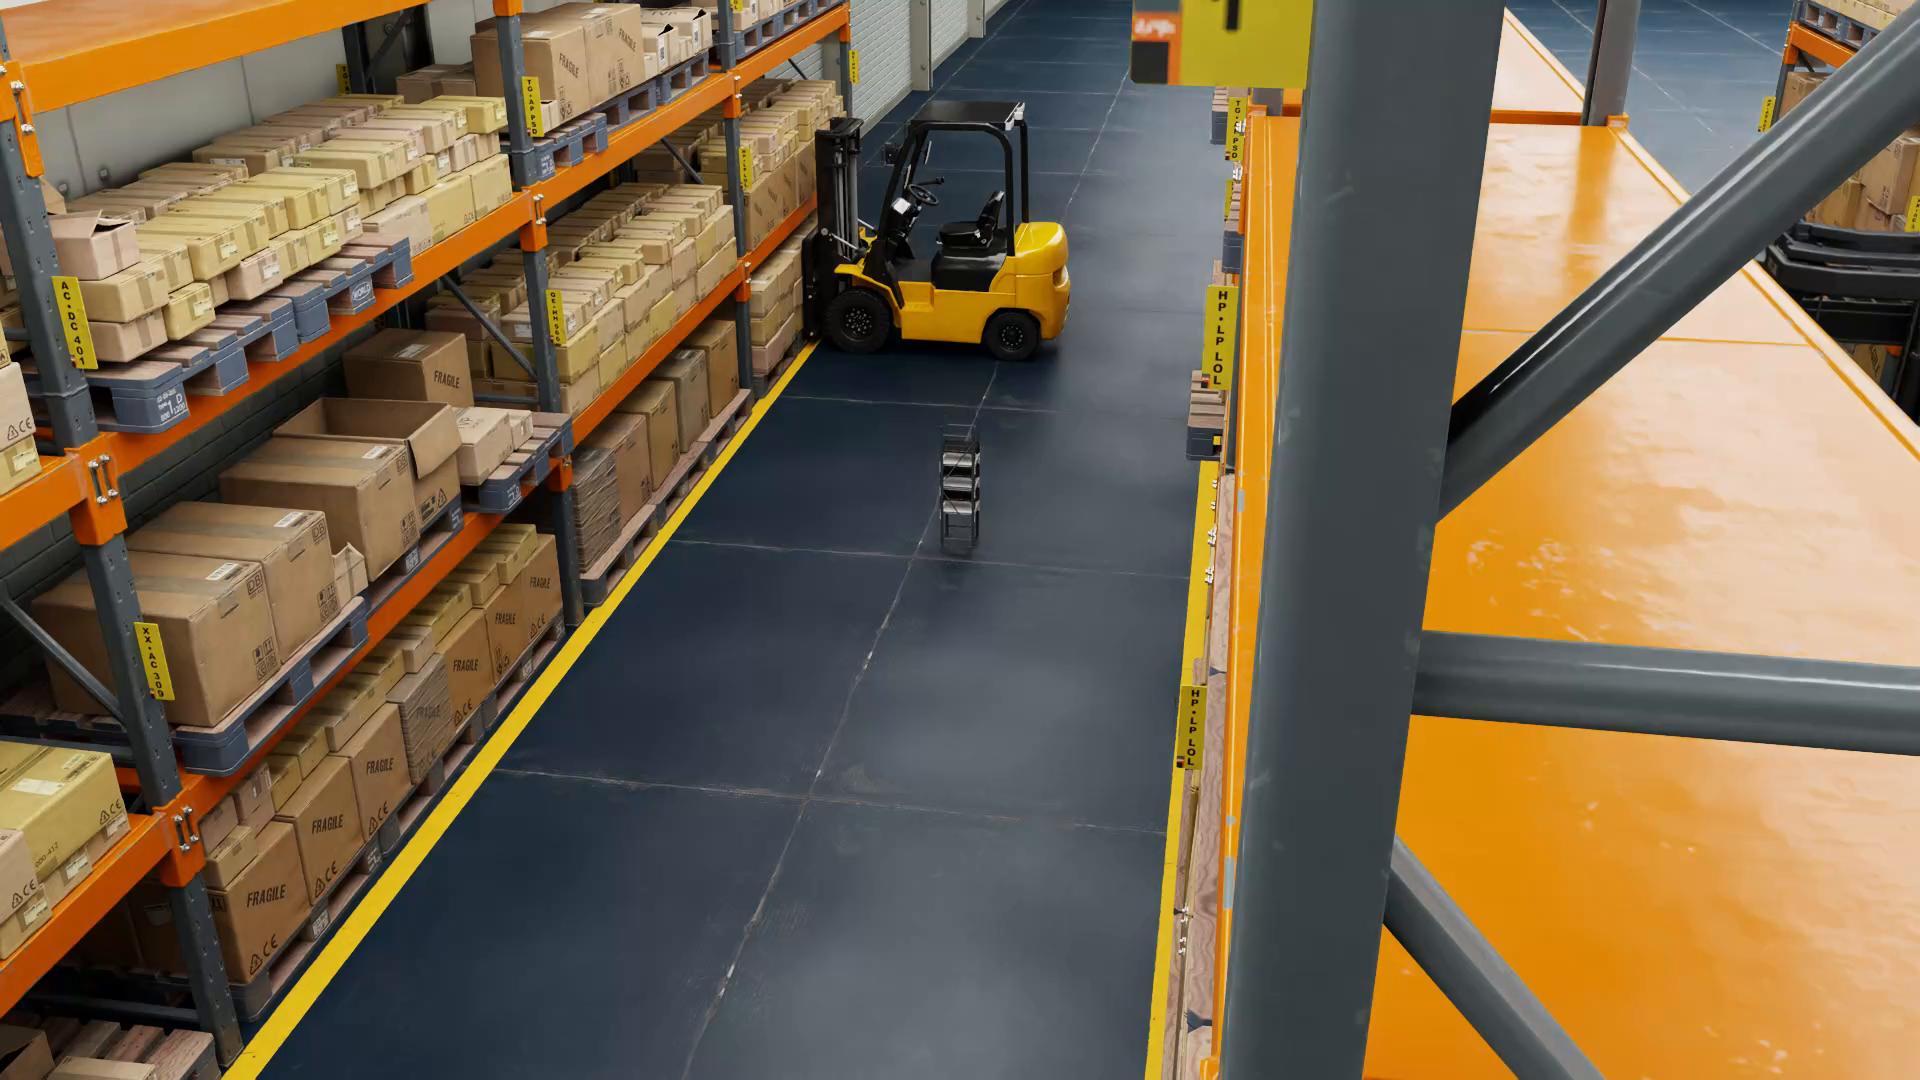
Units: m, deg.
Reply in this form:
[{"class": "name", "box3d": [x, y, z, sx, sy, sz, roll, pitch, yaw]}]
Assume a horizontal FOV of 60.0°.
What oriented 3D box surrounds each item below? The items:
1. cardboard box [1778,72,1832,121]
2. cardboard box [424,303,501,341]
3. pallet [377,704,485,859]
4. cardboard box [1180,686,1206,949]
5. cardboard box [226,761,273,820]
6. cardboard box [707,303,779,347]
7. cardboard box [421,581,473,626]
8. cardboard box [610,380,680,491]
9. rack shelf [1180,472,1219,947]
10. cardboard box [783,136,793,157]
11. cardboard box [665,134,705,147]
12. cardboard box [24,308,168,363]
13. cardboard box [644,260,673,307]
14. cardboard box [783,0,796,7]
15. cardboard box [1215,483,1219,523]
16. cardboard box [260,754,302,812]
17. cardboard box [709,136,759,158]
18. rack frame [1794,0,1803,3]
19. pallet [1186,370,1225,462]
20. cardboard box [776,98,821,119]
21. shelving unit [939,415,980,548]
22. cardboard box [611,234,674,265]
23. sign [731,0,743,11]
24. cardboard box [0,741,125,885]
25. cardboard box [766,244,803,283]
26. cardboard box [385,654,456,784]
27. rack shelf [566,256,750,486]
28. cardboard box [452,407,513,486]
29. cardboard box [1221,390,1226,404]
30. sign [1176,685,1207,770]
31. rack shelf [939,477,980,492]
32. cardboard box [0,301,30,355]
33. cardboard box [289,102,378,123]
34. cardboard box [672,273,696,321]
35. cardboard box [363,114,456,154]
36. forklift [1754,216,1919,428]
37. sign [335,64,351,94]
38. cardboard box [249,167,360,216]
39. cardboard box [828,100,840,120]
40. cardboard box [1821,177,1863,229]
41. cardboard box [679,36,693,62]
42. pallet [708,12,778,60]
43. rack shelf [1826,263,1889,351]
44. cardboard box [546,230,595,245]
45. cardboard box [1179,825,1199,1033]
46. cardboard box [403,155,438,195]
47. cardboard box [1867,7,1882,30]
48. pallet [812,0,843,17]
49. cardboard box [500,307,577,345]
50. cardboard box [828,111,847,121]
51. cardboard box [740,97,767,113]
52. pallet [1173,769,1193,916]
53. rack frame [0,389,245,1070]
[{"class": "cardboard box", "box3d": [8.089, -3.965, 15.275, 0.875, 0.550, 0.550, 4, 25, 9]}, {"class": "cardboard box", "box3d": [-3.063, -1.346, 10.249, 0.380, 0.149, 0.250, 5, 26, 10]}, {"class": "pallet", "box3d": [-3.278, 1.224, 8.930, 1.003, 0.211, 1.213, 4, 25, 9]}, {"class": "cardboard box", "box3d": [1.489, 1.287, 7.518, 0.875, 0.875, 0.875, 5, 26, 10]}, {"class": "cardboard box", "box3d": [-3.254, 1.085, 7.274, 0.380, 0.149, 0.250, 3, 25, 6]}, {"class": "cardboard box", "box3d": [-1.880, -1.883, 14.436, 0.500, 0.250, 0.500, 4, 25, 8]}, {"class": "cardboard box", "box3d": [-2.936, 0.346, 9.206, 0.380, 0.149, 0.250, 5, 26, 10]}, {"class": "cardboard box", "box3d": [-2.593, -0.787, 12.244, 0.875, 0.625, 0.625, 3, 25, 6]}, {"class": "rack shelf", "box3d": [1.654, 0.647, 7.722, 1.077, 0.370, 4.000, 4, 25, 9]}, {"class": "cardboard box", "box3d": [-1.714, -3.518, 14.888, 0.380, 0.149, 0.250, 3, 25, 7]}, {"class": "cardboard box", "box3d": [-2.397, -3.372, 14.226, 0.380, 0.149, 0.250, 4, 25, 8]}, {"class": "cardboard box", "box3d": [-3.129, -0.762, 6.029, 0.380, 0.149, 0.250, 4, 25, 9]}, {"class": "cardboard box", "box3d": [-2.358, -1.827, 11.746, 0.500, 0.250, 0.500, 4, 25, 9]}, {"class": "cardboard box", "box3d": [-1.841, -4.979, 14.619, 0.797, 0.503, 0.637, 5, 26, 10]}, {"class": "cardboard box", "box3d": [1.475, -0.055, 7.961, 0.500, 0.250, 0.500, 4, 25, 8]}, {"class": "cardboard box", "box3d": [-3.250, 1.103, 7.588, 0.380, 0.149, 0.250, 3, 25, 6]}, {"class": "cardboard box", "box3d": [-1.932, -3.340, 14.157, 0.380, 0.149, 0.250, 4, 25, 8]}, {"class": "rack frame", "box3d": [8.188, -6.277, 14.590, 1.000, 3.000, 0.127, 4, 25, 9]}, {"class": "pallet", "box3d": [1.992, -0.734, 10.049, 1.213, 0.211, 1.003, 4, 25, 9]}, {"class": "cardboard box", "box3d": [-1.533, -4.080, 15.739, 0.380, 0.149, 0.250, 5, 25, 10]}, {"class": "shelving unit", "box3d": [-0.001, -0.404, 11.596, 0.258, 0.900, 0.210, 4, 25, 9]}, {"class": "cardboard box", "box3d": [-2.246, -2.058, 11.770, 0.380, 0.149, 0.250, 3, 25, 7]}, {"class": "sign", "box3d": [-1.726, -4.232, 12.778, 0.100, 0.325, 0.005, 4, 25, 9]}, {"class": "cardboard box", "box3d": [-3.413, 0.979, 5.991, 0.500, 0.250, 0.500, 5, 25, 10]}, {"class": "cardboard box", "box3d": [-1.711, -2.531, 15.231, 0.500, 0.250, 0.500, 5, 26, 10]}, {"class": "cardboard box", "box3d": [-3.015, 0.922, 8.738, 0.500, 0.500, 0.500, 3, 25, 7]}, {"class": "rack shelf", "box3d": [-2.590, -1.368, 12.027, 1.077, 0.370, 4.000, 4, 25, 9]}, {"class": "cardboard box", "box3d": [-2.770, -0.516, 9.040, 0.500, 0.250, 0.500, 3, 25, 6]}, {"class": "cardboard box", "box3d": [1.781, -1.095, 9.630, 0.500, 0.500, 0.500, 3, 25, 7]}, {"class": "sign", "box3d": [0.790, 0.636, 5.625, 0.100, 0.325, 0.005, 4, 25, 9]}, {"class": "rack shelf", "box3d": [-0.001, -0.374, 11.610, 0.258, 0.077, 0.200, 4, 25, 9]}, {"class": "cardboard box", "box3d": [-3.589, -0.796, 6.102, 0.380, 0.149, 0.250, 4, 25, 8]}, {"class": "cardboard box", "box3d": [-3.320, -2.224, 8.825, 0.380, 0.149, 0.250, 4, 25, 9]}, {"class": "cardboard box", "box3d": [-2.275, -1.817, 12.315, 0.500, 0.250, 0.500, 4, 25, 9]}, {"class": "cardboard box", "box3d": [-2.822, -2.082, 8.521, 0.380, 0.149, 0.250, 3, 25, 7]}, {"class": "forklift", "box3d": [4.607, -0.414, 9.221, 1.130, 2.935, 3.031, 5, 26, 11]}, {"class": "sign", "box3d": [-3.463, -2.528, 9.415, 0.100, 0.325, 0.005, 4, 25, 9]}, {"class": "cardboard box", "box3d": [-2.895, -1.542, 7.344, 0.380, 0.149, 0.250, 4, 25, 9]}, {"class": "cardboard box", "box3d": [-1.402, -4.269, 16.493, 0.380, 0.149, 0.250, 4, 25, 9]}, {"class": "cardboard box", "box3d": [7.843, -2.788, 14.036, 0.875, 0.550, 0.500, 4, 25, 9]}, {"class": "cardboard box", "box3d": [-2.143, -3.530, 11.941, 0.380, 0.149, 0.250, 4, 25, 8]}, {"class": "pallet", "box3d": [-2.149, -4.207, 13.810, 1.003, 0.211, 1.213, 4, 25, 9]}, {"class": "rack shelf", "box3d": [7.861, -2.398, 14.227, 1.077, 0.370, 4.000, 4, 25, 9]}, {"class": "cardboard box", "box3d": [-2.827, -2.103, 11.865, 0.380, 0.149, 0.250, 4, 25, 9]}, {"class": "cardboard box", "box3d": [0.992, 1.291, 5.380, 0.500, 0.500, 0.500, 5, 26, 10]}, {"class": "cardboard box", "box3d": [-2.865, -1.841, 8.358, 0.380, 0.149, 0.250, 4, 25, 9]}, {"class": "cardboard box", "box3d": [7.527, -4.180, 13.332, 0.380, 0.149, 0.250, 4, 25, 8]}, {"class": "pallet", "box3d": [-1.751, -5.228, 15.991, 1.003, 0.211, 1.213, 4, 25, 9]}, {"class": "cardboard box", "box3d": [-2.574, -1.309, 10.170, 0.380, 0.149, 0.250, 5, 26, 10]}, {"class": "cardboard box", "box3d": [-1.431, -4.025, 16.736, 0.500, 0.500, 0.500, 3, 25, 7]}, {"class": "cardboard box", "box3d": [-2.054, -4.118, 15.821, 0.380, 0.149, 0.250, 5, 26, 10]}, {"class": "pallet", "box3d": [1.576, 1.581, 8.167, 1.003, 0.211, 1.213, 4, 25, 9]}, {"class": "rack frame", "box3d": [-3.571, 0.816, 6.514, 1.000, 3.000, 0.127, 4, 25, 9]}]
